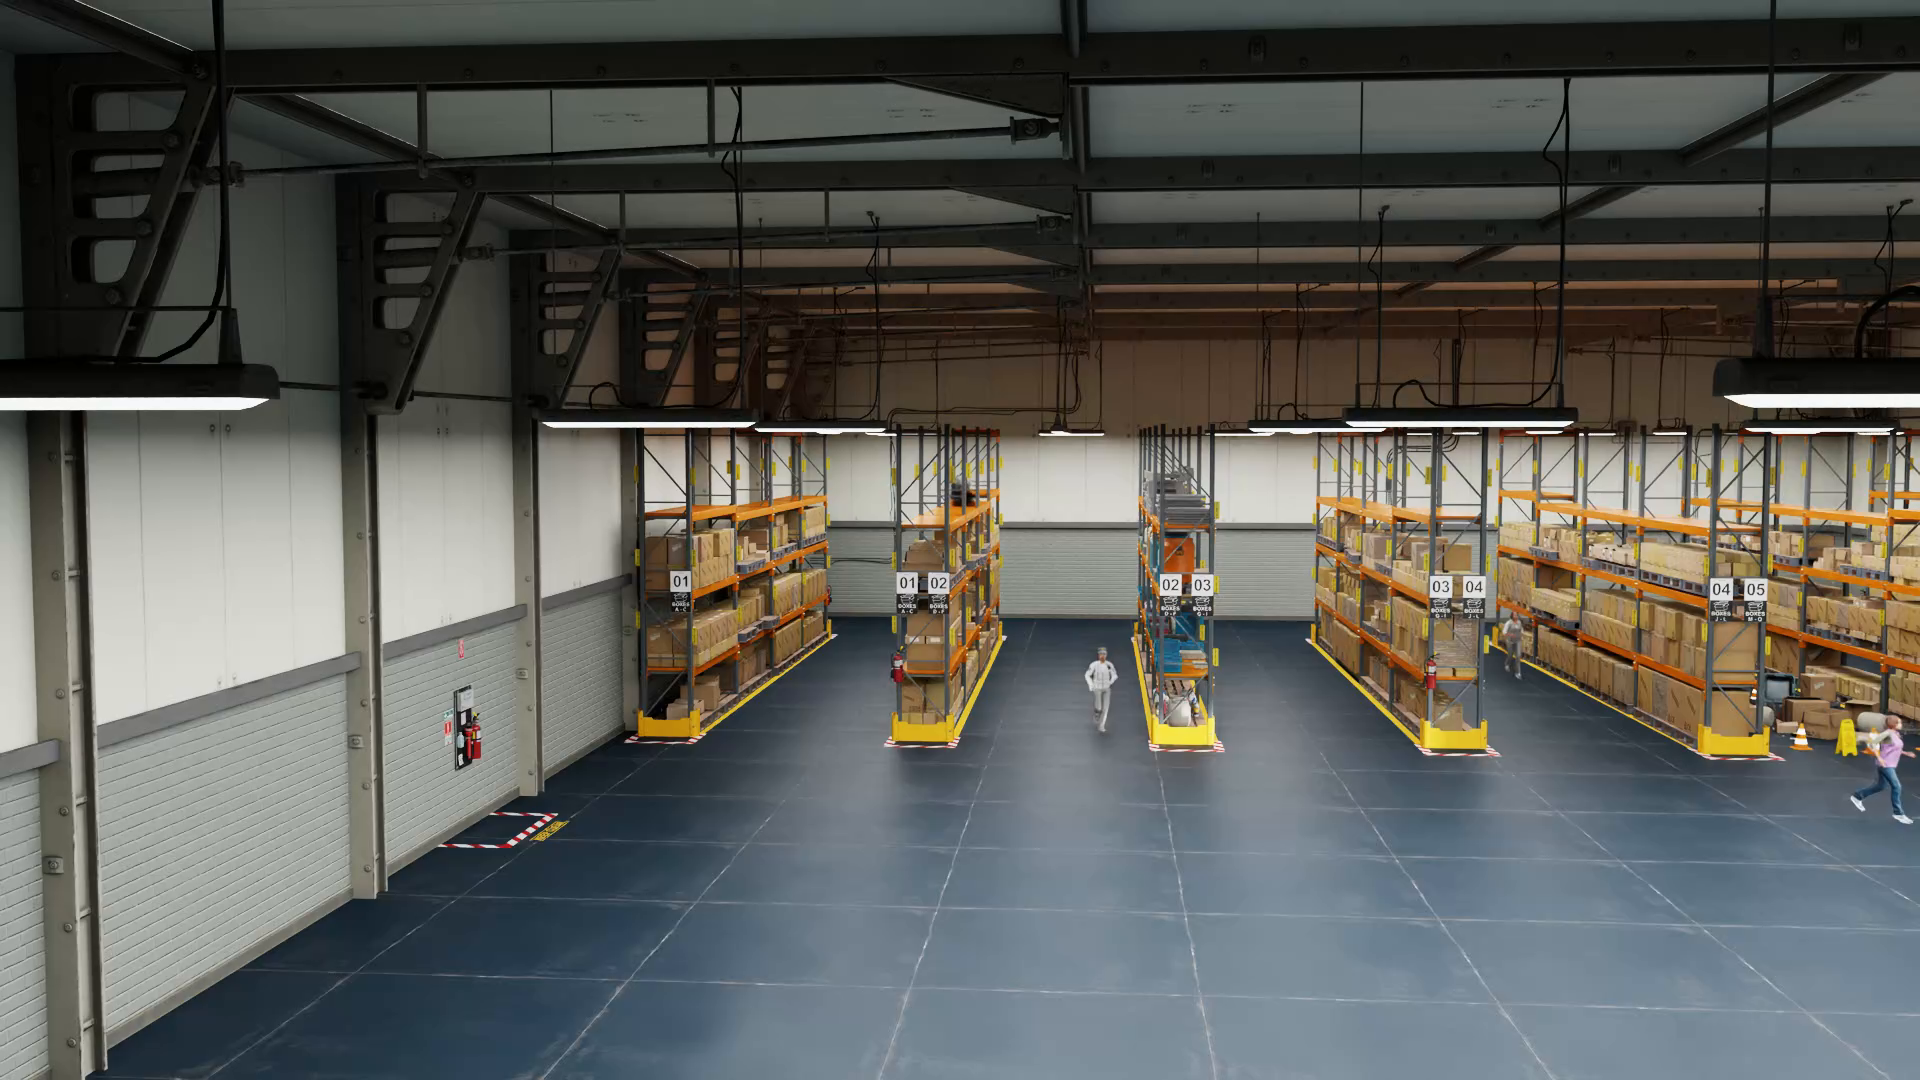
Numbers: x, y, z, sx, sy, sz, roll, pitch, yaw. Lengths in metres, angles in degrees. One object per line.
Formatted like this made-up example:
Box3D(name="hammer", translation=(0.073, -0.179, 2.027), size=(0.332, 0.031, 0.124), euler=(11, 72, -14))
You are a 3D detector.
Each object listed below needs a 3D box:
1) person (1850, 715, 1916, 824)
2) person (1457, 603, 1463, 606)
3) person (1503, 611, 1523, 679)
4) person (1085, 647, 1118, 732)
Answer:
Box3D(name="person", translation=(13.860, 3.405, 24.981), size=(0.885, 1.597, 0.503), euler=(3, 5, 41))
Box3D(name="person", translation=(13.550, 2.115, 45.243), size=(0.695, 1.716, 0.612), euler=(1, 4, 9))
Box3D(name="person", translation=(13.265, 2.484, 39.861), size=(0.544, 1.597, 0.891), euler=(0, 3, 1))
Box3D(name="person", translation=(2.780, 2.910, 32.623), size=(0.629, 1.651, 0.567), euler=(0, 3, -5))
